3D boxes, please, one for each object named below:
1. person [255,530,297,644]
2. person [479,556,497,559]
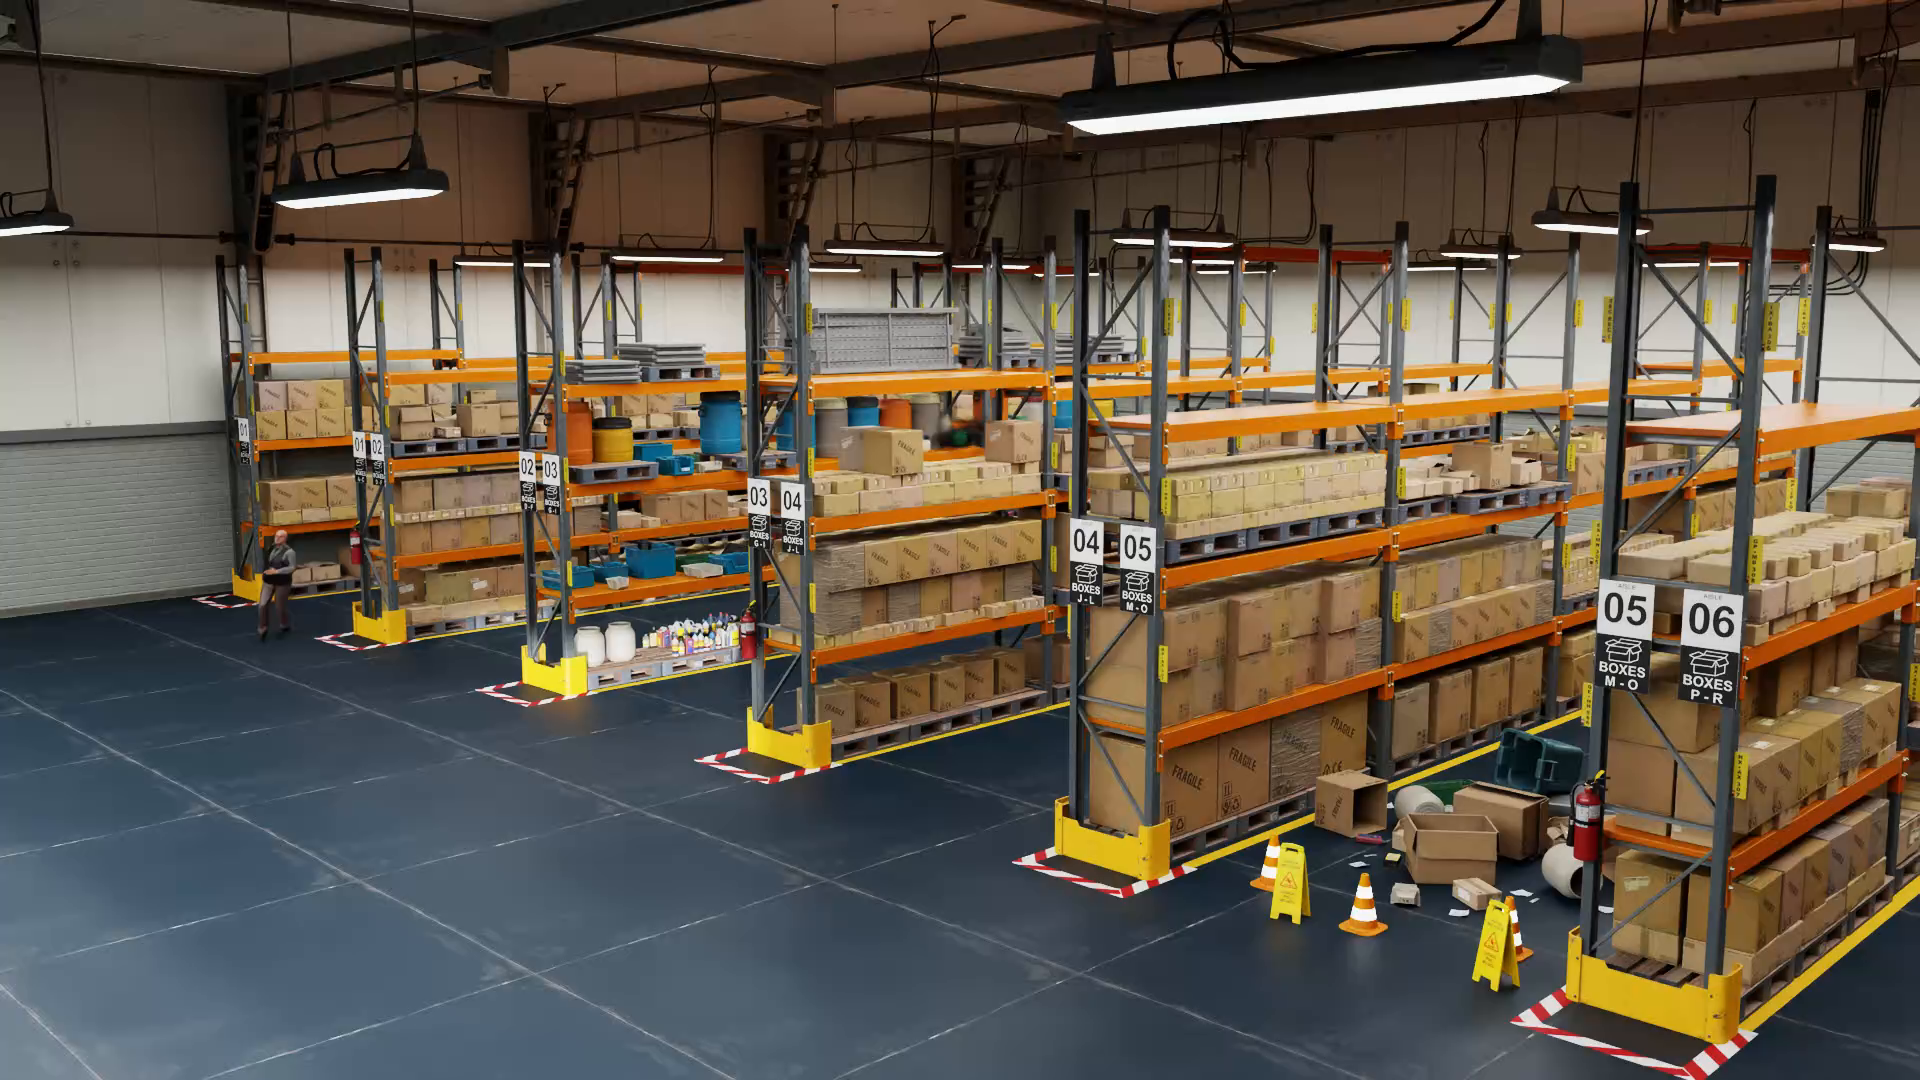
[{"bbox_3d":[-10.483,0.706,25.667,0.641,1.754,0.718,1,8,8],"label":"person"},{"bbox_3d":[-8.268,0.198,29.298,0.625,1.681,0.720,6,10,37],"label":"person"}]
